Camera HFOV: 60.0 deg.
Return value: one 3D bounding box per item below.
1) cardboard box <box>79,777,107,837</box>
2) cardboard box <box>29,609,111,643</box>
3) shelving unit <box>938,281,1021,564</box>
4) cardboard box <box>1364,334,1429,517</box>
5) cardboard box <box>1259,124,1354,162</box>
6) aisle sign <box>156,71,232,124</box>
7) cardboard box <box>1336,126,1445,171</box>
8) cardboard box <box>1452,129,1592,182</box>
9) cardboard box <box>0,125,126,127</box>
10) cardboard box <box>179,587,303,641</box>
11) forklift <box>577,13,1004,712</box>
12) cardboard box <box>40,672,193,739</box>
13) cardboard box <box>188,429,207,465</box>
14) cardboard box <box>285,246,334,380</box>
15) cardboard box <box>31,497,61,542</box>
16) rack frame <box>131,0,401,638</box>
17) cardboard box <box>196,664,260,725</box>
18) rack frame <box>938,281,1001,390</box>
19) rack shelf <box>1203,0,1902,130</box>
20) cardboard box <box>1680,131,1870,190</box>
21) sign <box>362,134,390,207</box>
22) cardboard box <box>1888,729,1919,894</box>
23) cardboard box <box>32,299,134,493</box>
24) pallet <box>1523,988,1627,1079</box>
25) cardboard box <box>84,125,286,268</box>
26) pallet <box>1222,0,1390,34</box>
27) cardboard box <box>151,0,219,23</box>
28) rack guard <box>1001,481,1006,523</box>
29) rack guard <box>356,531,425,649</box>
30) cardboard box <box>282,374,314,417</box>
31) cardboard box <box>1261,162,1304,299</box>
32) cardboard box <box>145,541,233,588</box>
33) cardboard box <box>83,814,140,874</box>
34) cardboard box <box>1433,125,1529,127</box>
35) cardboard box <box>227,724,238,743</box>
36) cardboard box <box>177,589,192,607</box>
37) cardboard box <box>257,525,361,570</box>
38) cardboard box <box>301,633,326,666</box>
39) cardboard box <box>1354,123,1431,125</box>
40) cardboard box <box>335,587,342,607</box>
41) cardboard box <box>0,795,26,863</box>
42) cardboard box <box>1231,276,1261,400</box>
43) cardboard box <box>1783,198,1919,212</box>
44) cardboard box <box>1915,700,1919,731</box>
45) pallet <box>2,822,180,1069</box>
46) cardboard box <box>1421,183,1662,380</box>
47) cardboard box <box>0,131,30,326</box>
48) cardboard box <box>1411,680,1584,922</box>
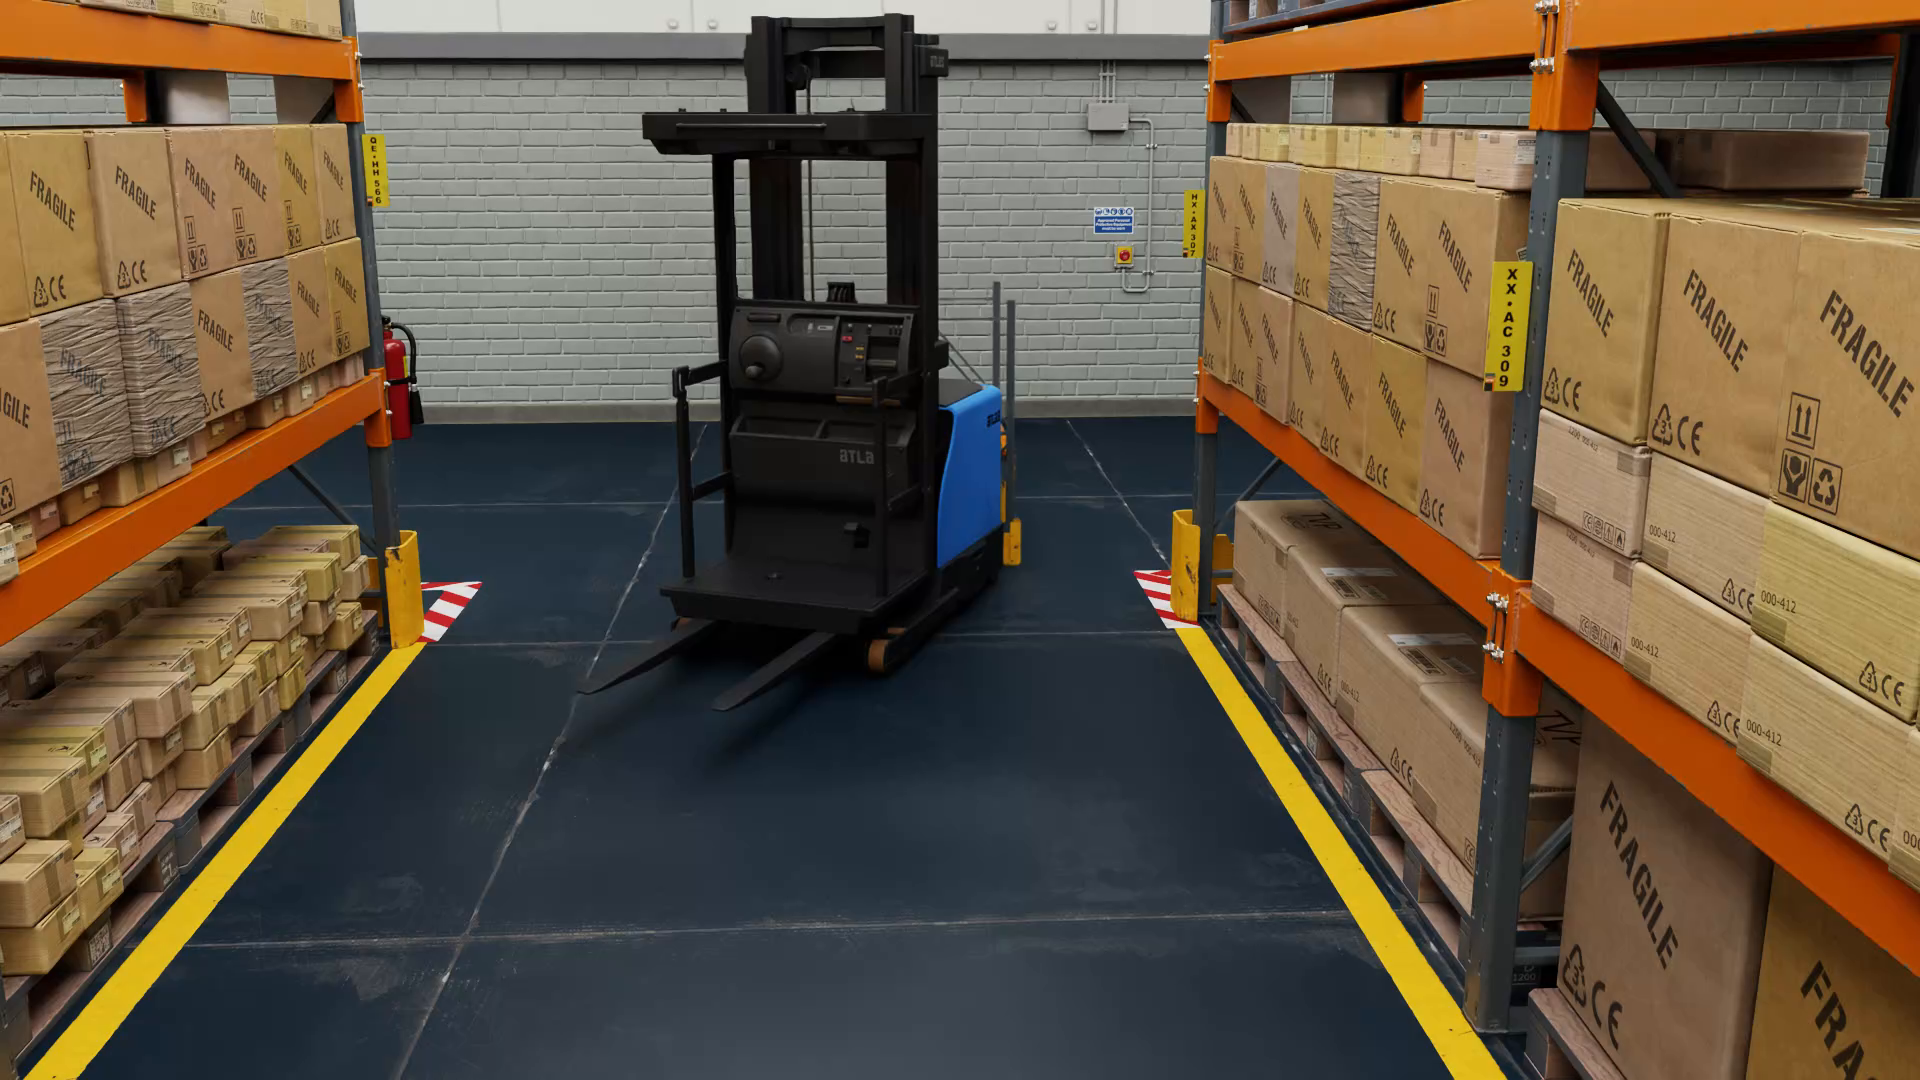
[{"bbox_3d":[-2.855,0.828,5.068,0.380,0.149,0.250,-1,14,-4],"label":"cardboard box"},{"bbox_3d":[-3.449,0.369,6.258,0.380,0.149,0.250,-1,14,-3],"label":"cardboard box"},{"bbox_3d":[0.024,-0.718,9.809,0.587,1.500,1.083,-1,14,-3],"label":"shelving unit"},{"bbox_3d":[1.617,-0.377,5.273,0.500,0.500,0.500,-1,14,-5],"label":"cardboard box"},{"bbox_3d":[1.460,-1.643,6.883,0.380,0.149,0.250,-1,14,-5],"label":"cardboard box"},{"bbox_3d":[-3.548,-2.255,7.555,0.394,0.787,0.004,-1,14,-3],"label":"aisle sign"},{"bbox_3d":[1.555,-1.388,5.892,0.380,0.149,0.250,-1,14,-3],"label":"cardboard box"},{"bbox_3d":[1.688,-1.138,4.919,0.380,0.149,0.250,-1,14,-3],"label":"cardboard box"},{"bbox_3d":[-3.433,-1.289,6.211,0.500,0.500,0.500,-1,14,-5],"label":"cardboard box"},{"bbox_3d":[-2.832,0.291,6.560,0.380,0.149,0.250,0,14,-1],"label":"cardboard box"},{"bbox_3d":[-0.733,-0.917,7.707,1.130,2.935,3.031,5,15,19],"label":"forklift"},{"bbox_3d":[-2.806,0.552,5.548,0.380,0.149,0.250,-1,14,-2],"label":"cardboard box"},{"bbox_3d":[-2.880,-0.335,5.811,0.380,0.149,0.250,0,14,-1],"label":"cardboard box"},{"bbox_3d":[-2.932,-0.939,6.860,0.500,0.500,0.500,-1,14,-4],"label":"cardboard box"},{"bbox_3d":[-2.846,-0.071,4.785,0.380,0.149,0.250,-2,15,-6],"label":"cardboard box"},{"bbox_3d":[-3.244,-0.983,7.827,1.000,3.000,0.127,-1,14,-3],"label":"rack frame"},{"bbox_3d":[-2.805,0.567,6.084,0.380,0.149,0.250,-1,14,-3],"label":"cardboard box"},{"bbox_3d":[-0.003,-0.843,10.291,0.500,1.500,0.032,-1,14,-3],"label":"rack frame"},{"bbox_3d":[1.815,-1.691,6.004,1.077,0.370,4.000,-1,14,-3],"label":"rack shelf"},{"bbox_3d":[2.178,-1.019,4.458,0.380,0.149,0.250,-1,14,-4],"label":"cardboard box"},{"bbox_3d":[-2.689,-1.700,7.657,0.100,0.325,0.005,-1,14,-3],"label":"sign"},{"bbox_3d":[1.773,0.477,2.452,0.500,0.250,0.500,-1,14,-4],"label":"cardboard box"},{"bbox_3d":[-2.813,-0.431,4.883,0.500,0.500,0.500,-1,14,-3],"label":"cardboard box"},{"bbox_3d":[2.061,1.452,3.961,1.003,0.211,1.213,-1,14,-3],"label":"pallet"},{"bbox_3d":[-2.894,-1.294,6.233,0.500,0.500,0.500,0,14,-1],"label":"cardboard box"},{"bbox_3d":[1.747,-2.310,7.142,1.003,0.211,1.213,-1,14,-3],"label":"pallet"},{"bbox_3d":[-2.843,-1.872,5.562,0.500,0.250,0.500,0,14,-1],"label":"cardboard box"},{"bbox_3d":[-0.003,-0.237,10.446,0.587,0.250,0.087,-1,14,-3],"label":"rack guard"},{"bbox_3d":[-3.239,0.247,8.065,1.175,0.500,0.348,-1,14,-3],"label":"rack guard"},{"bbox_3d":[-2.894,-0.597,6.830,0.380,0.149,0.250,0,14,-2],"label":"cardboard box"},{"bbox_3d":[1.515,-1.237,6.607,0.500,0.500,0.500,-1,14,-4],"label":"cardboard box"},{"bbox_3d":[-3.413,0.109,7.269,0.380,0.149,0.250,-1,14,-2],"label":"cardboard box"},{"bbox_3d":[-2.782,0.966,5.129,0.380,0.149,0.250,-1,14,-4],"label":"cardboard box"},{"bbox_3d":[2.047,-1.529,6.439,0.380,0.149,0.250,-1,14,-2],"label":"cardboard box"},{"bbox_3d":[-2.911,0.707,6.135,0.380,0.149,0.250,0,14,-2],"label":"cardboard box"},{"bbox_3d":[-3.403,0.313,7.071,0.380,0.149,0.250,-1,14,-3],"label":"cardboard box"},{"bbox_3d":[-2.958,0.034,7.559,0.380,0.149,0.250,-1,14,-3],"label":"cardboard box"},{"bbox_3d":[-2.956,0.451,7.130,0.380,0.149,0.250,-1,14,-4],"label":"cardboard box"},{"bbox_3d":[1.952,-1.782,7.425,0.380,0.149,0.250,-1,14,-2],"label":"cardboard box"},{"bbox_3d":[-2.964,0.243,7.344,0.380,0.149,0.250,-1,14,-5],"label":"cardboard box"},{"bbox_3d":[-2.810,0.812,4.535,0.380,0.149,0.250,0,14,-1],"label":"cardboard box"},{"bbox_3d":[1.493,-0.884,7.241,0.500,0.500,0.500,-1,14,-4],"label":"cardboard box"},{"bbox_3d":[2.217,-0.515,3.801,0.500,0.500,0.500,0,14,-2],"label":"cardboard box"},{"bbox_3d":[1.783,0.236,2.389,0.500,0.250,0.500,-1,14,-5],"label":"cardboard box"},{"bbox_3d":[-3.073,1.196,4.955,1.003,0.211,1.213,-1,14,-3],"label":"pallet"},{"bbox_3d":[1.634,-0.735,4.658,0.500,0.500,0.500,-1,14,-4],"label":"cardboard box"},{"bbox_3d":[-2.781,-0.781,4.237,0.500,0.500,0.500,-1,14,-2],"label":"cardboard box"},{"bbox_3d":[2.007,0.790,5.235,0.875,0.438,0.875,-1,14,-4],"label":"cardboard box"}]
